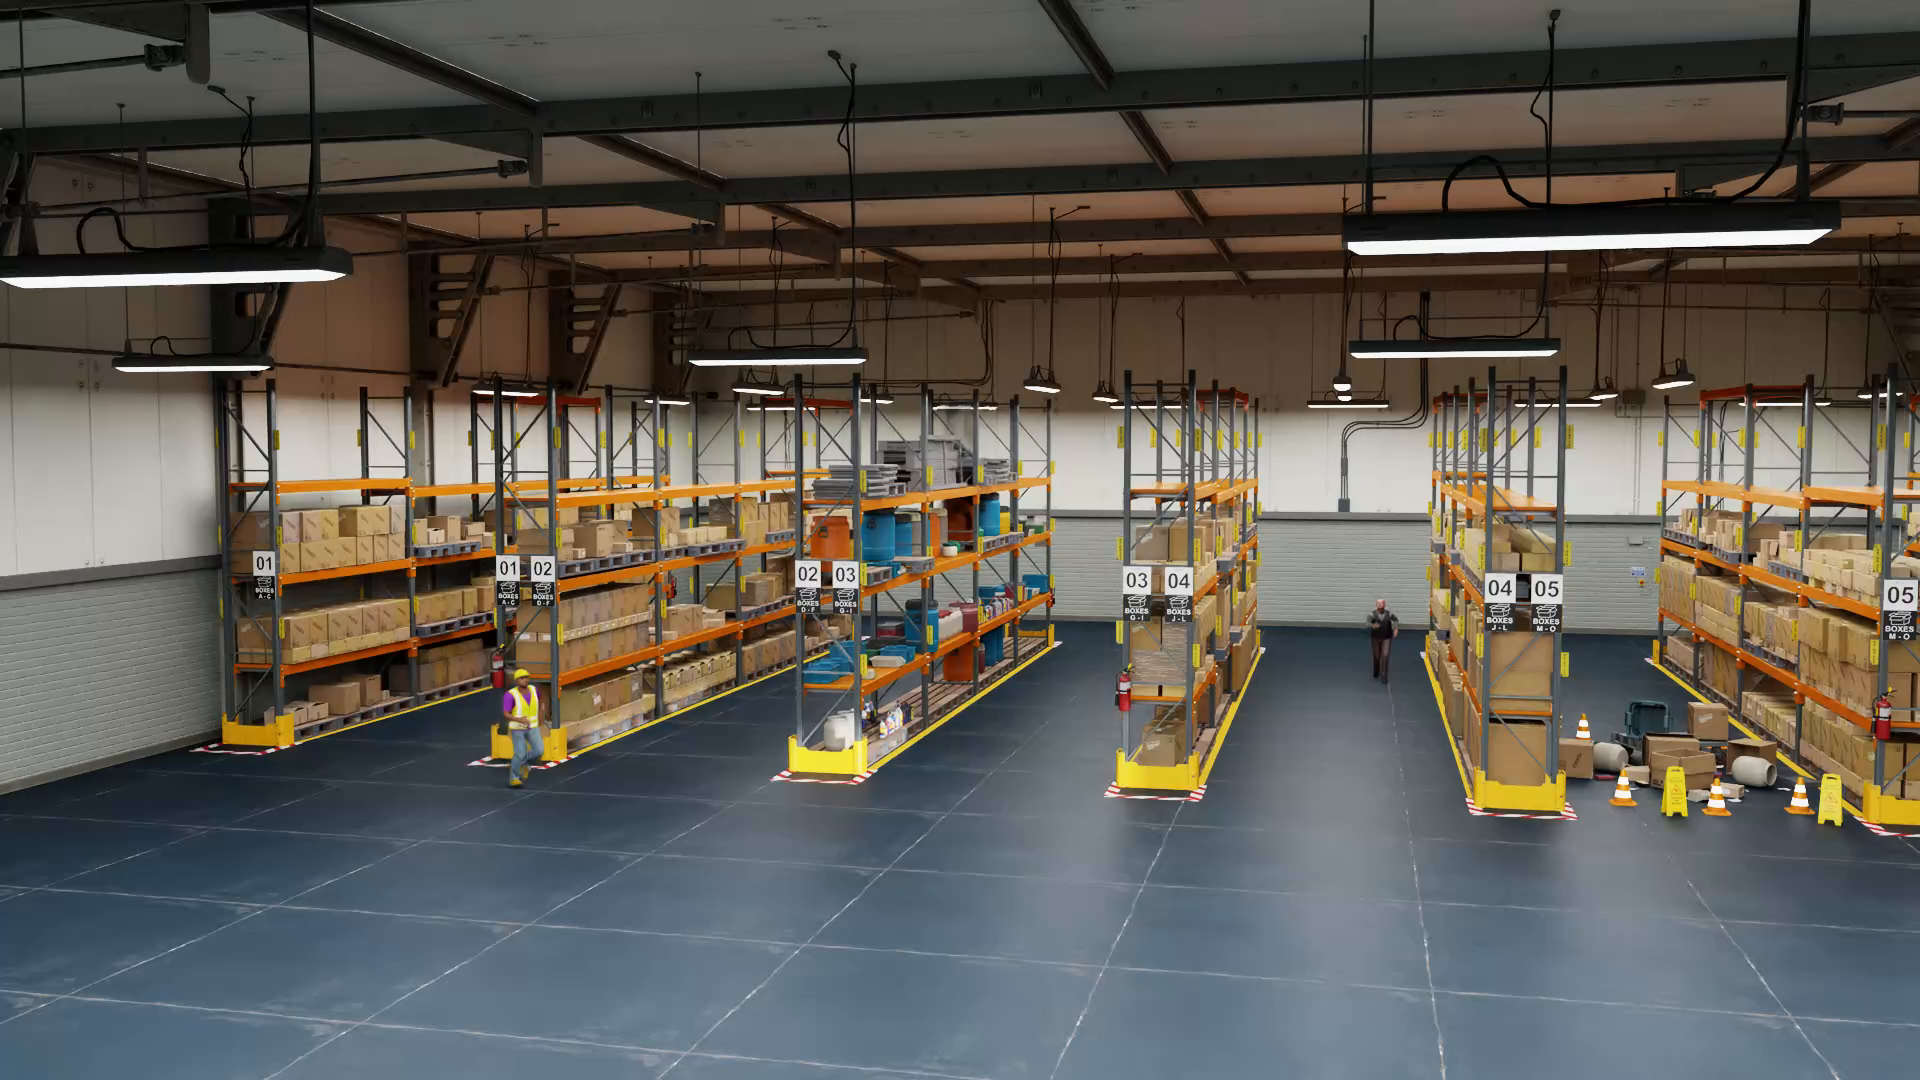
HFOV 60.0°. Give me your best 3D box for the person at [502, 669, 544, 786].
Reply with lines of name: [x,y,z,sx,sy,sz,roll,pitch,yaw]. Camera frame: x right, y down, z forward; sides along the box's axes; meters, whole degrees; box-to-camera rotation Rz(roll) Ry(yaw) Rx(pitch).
person: [-6.234,2.699,23.906,0.724,1.715,0.721,-3,5,-42]

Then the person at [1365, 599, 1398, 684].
person: [8.698,2.062,34.335,0.665,1.692,1.007,1,4,16]
